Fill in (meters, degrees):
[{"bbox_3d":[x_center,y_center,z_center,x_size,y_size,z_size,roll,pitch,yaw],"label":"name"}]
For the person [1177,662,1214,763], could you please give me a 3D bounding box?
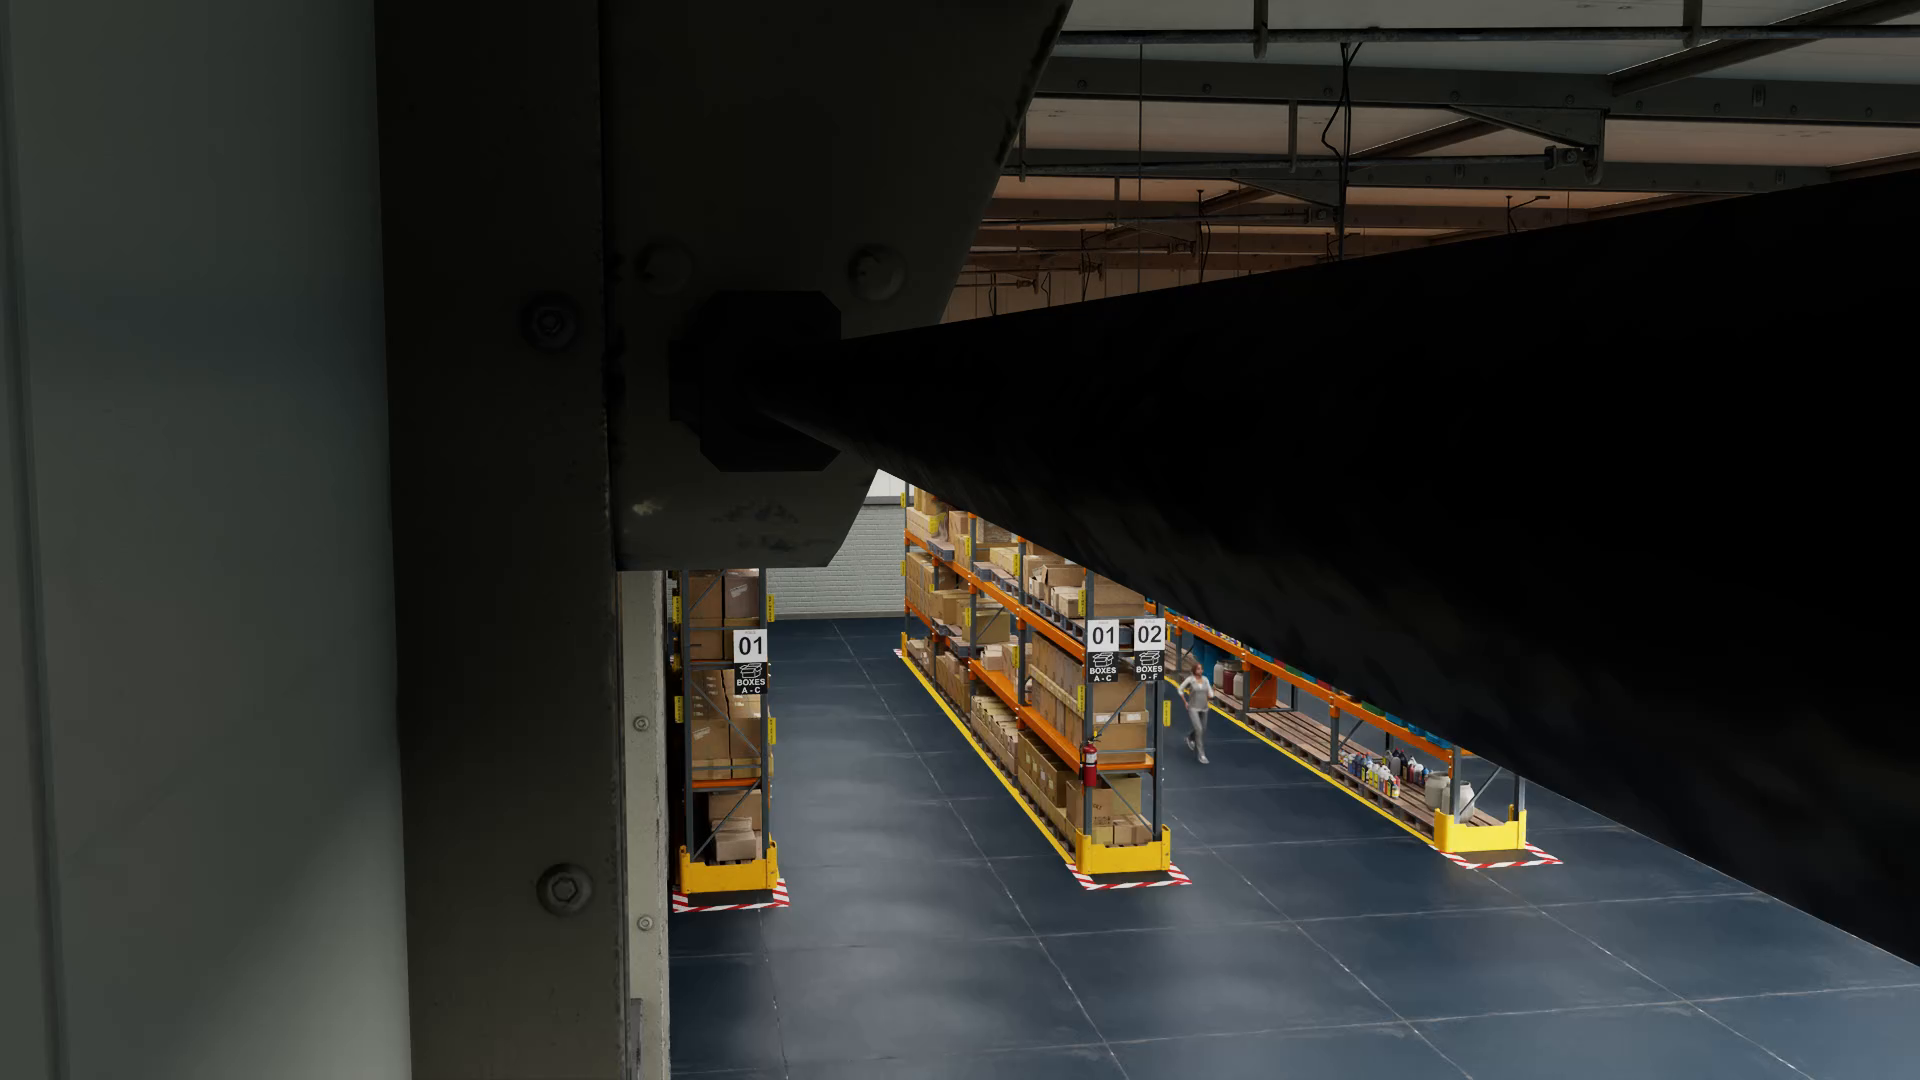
[{"bbox_3d":[3.823,2.748,26.830,0.543,1.576,0.877,-2,6,-19],"label":"person"}]
